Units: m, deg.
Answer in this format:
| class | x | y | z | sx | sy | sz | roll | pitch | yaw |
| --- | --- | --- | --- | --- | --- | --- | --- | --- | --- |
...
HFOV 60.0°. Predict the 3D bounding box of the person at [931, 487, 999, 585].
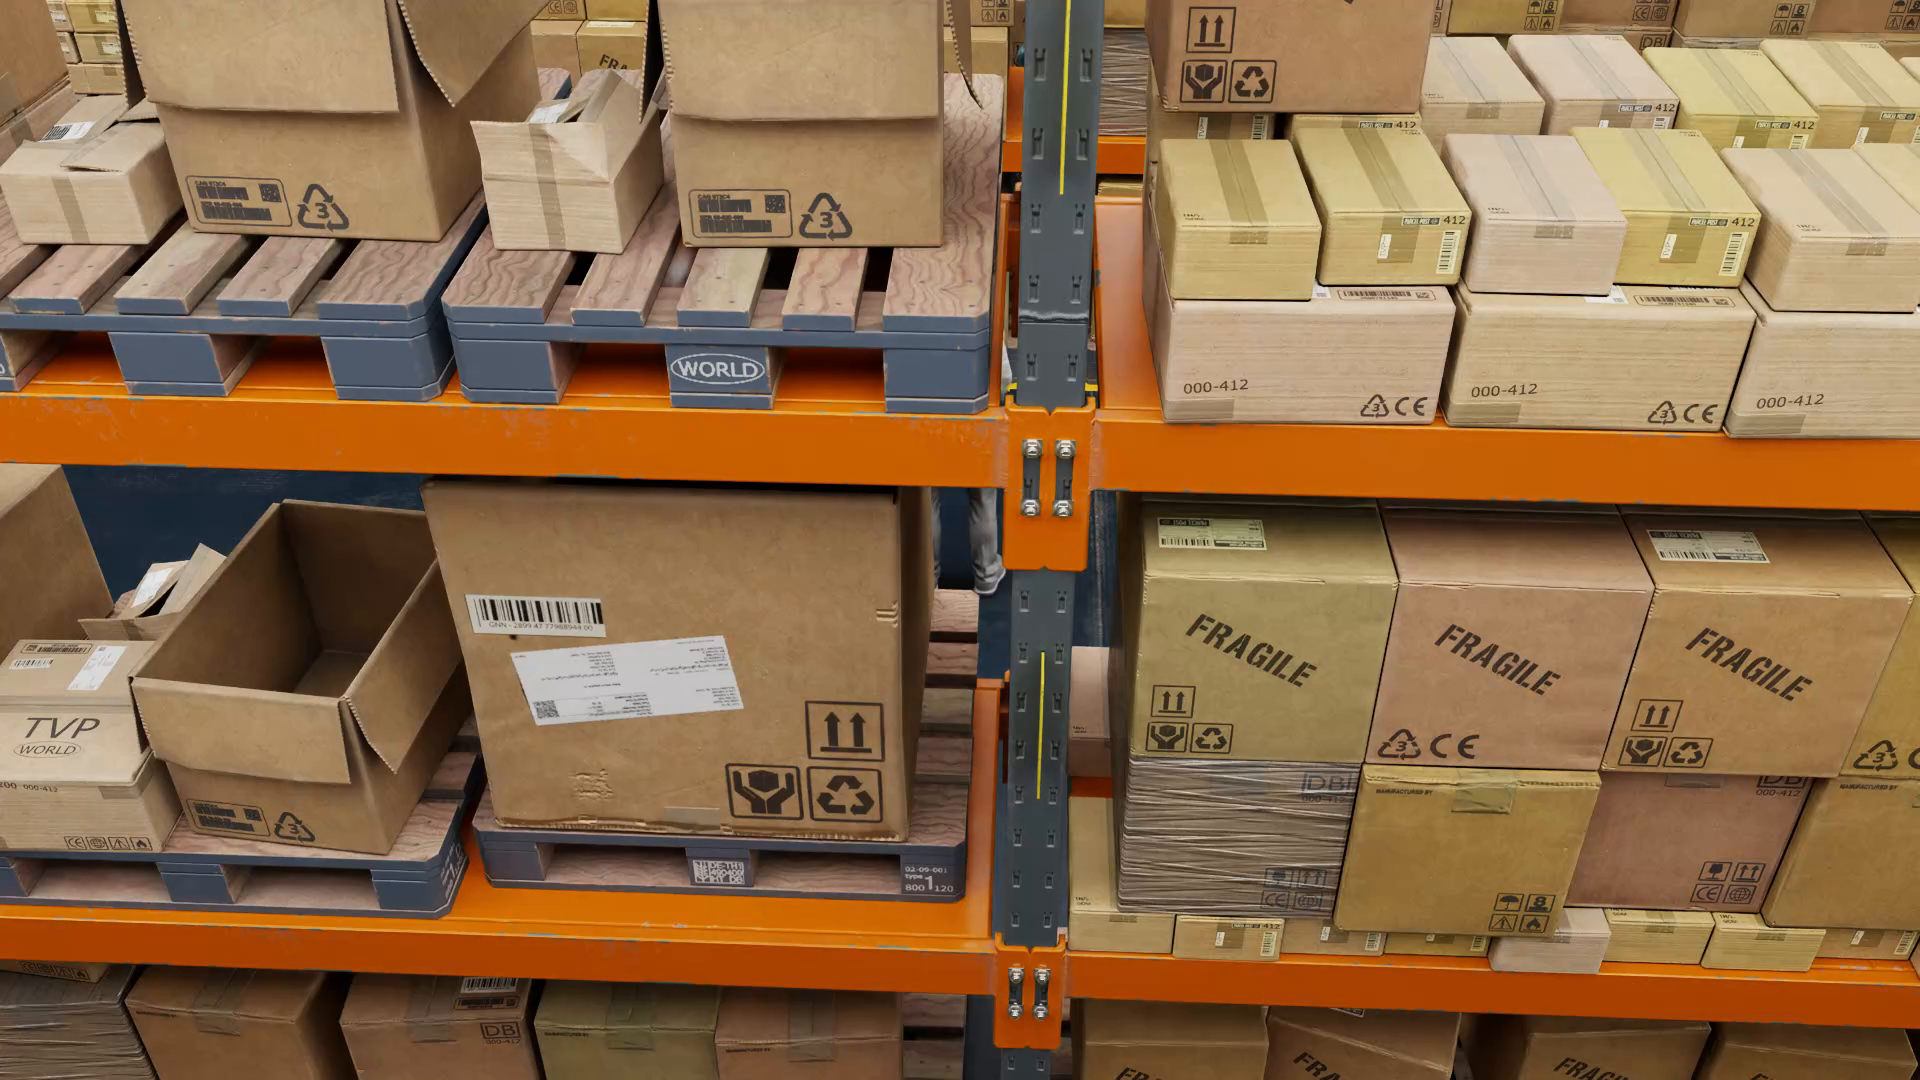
| class | x | y | z | sx | sy | sz | roll | pitch | yaw |
| --- | --- | --- | --- | --- | --- | --- | --- | --- | --- |
| person | -0.040 | -0.525 | 6.804 | 0.428 | 1.616 | 0.343 | 1 | 36 | 1 |
